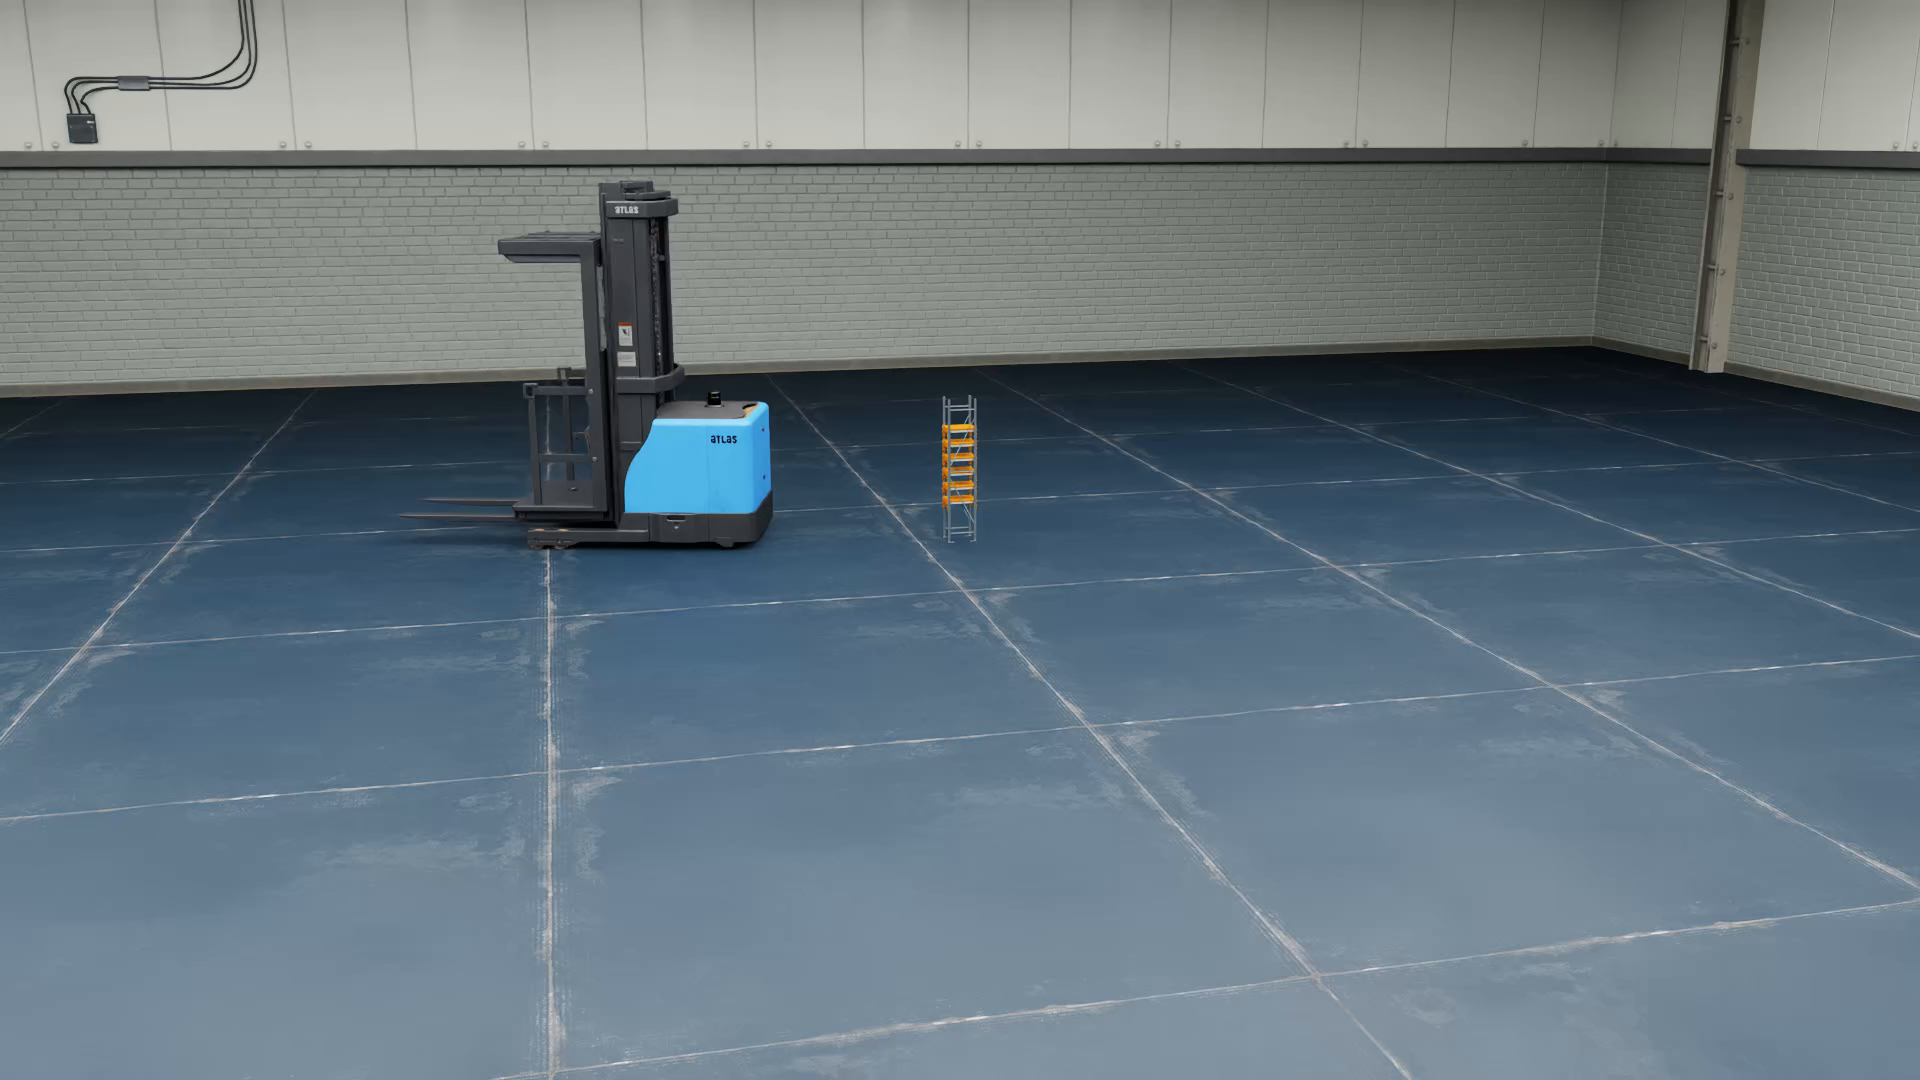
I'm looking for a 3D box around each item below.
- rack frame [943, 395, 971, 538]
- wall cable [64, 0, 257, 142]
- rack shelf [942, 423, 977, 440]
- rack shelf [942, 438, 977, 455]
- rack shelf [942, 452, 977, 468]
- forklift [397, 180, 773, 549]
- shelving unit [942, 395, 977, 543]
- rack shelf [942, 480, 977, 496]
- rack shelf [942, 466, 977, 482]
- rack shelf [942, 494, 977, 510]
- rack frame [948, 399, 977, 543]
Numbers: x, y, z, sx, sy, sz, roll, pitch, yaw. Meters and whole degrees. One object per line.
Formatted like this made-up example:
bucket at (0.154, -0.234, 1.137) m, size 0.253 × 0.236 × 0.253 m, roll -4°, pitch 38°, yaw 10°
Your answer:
rack frame at (-0.025, -0.607, 13.885) m, size 0.240 × 1.200 × 0.006 m, roll -3°, pitch 14°, yaw -13°
wall cable at (-10.068, -7.980, 20.463) m, size 2.305 × 6.003 × 0.169 m, roll -3°, pitch 14°, yaw -13°
rack shelf at (-0.003, -0.893, 13.723) m, size 0.258 × 0.103 × 0.180 m, roll -3°, pitch 14°, yaw -13°
rack shelf at (-0.003, -0.776, 13.752) m, size 0.258 × 0.103 × 0.180 m, roll -3°, pitch 14°, yaw -13°
rack shelf at (-0.003, -0.660, 13.780) m, size 0.258 × 0.103 × 0.180 m, roll -3°, pitch 14°, yaw -13°
forklift at (-3.157, -1.473, 13.782) m, size 3.031 × 2.935 × 1.130 m, roll 1°, pitch 14°, yaw 2°
shelving unit at (-0.003, -0.586, 13.798) m, size 0.258 × 1.200 × 0.189 m, roll -3°, pitch 14°, yaw -13°
rack shelf at (-0.003, -0.426, 13.837) m, size 0.258 × 0.103 × 0.180 m, roll -3°, pitch 14°, yaw -13°
rack shelf at (-0.003, -0.543, 13.809) m, size 0.258 × 0.103 × 0.180 m, roll -3°, pitch 14°, yaw -13°
rack shelf at (-0.003, -0.310, 13.866) m, size 0.258 × 0.103 × 0.180 m, roll -3°, pitch 14°, yaw -13°
rack frame at (0.018, -0.565, 13.712) m, size 0.240 × 1.200 × 0.006 m, roll -3°, pitch 14°, yaw -13°
